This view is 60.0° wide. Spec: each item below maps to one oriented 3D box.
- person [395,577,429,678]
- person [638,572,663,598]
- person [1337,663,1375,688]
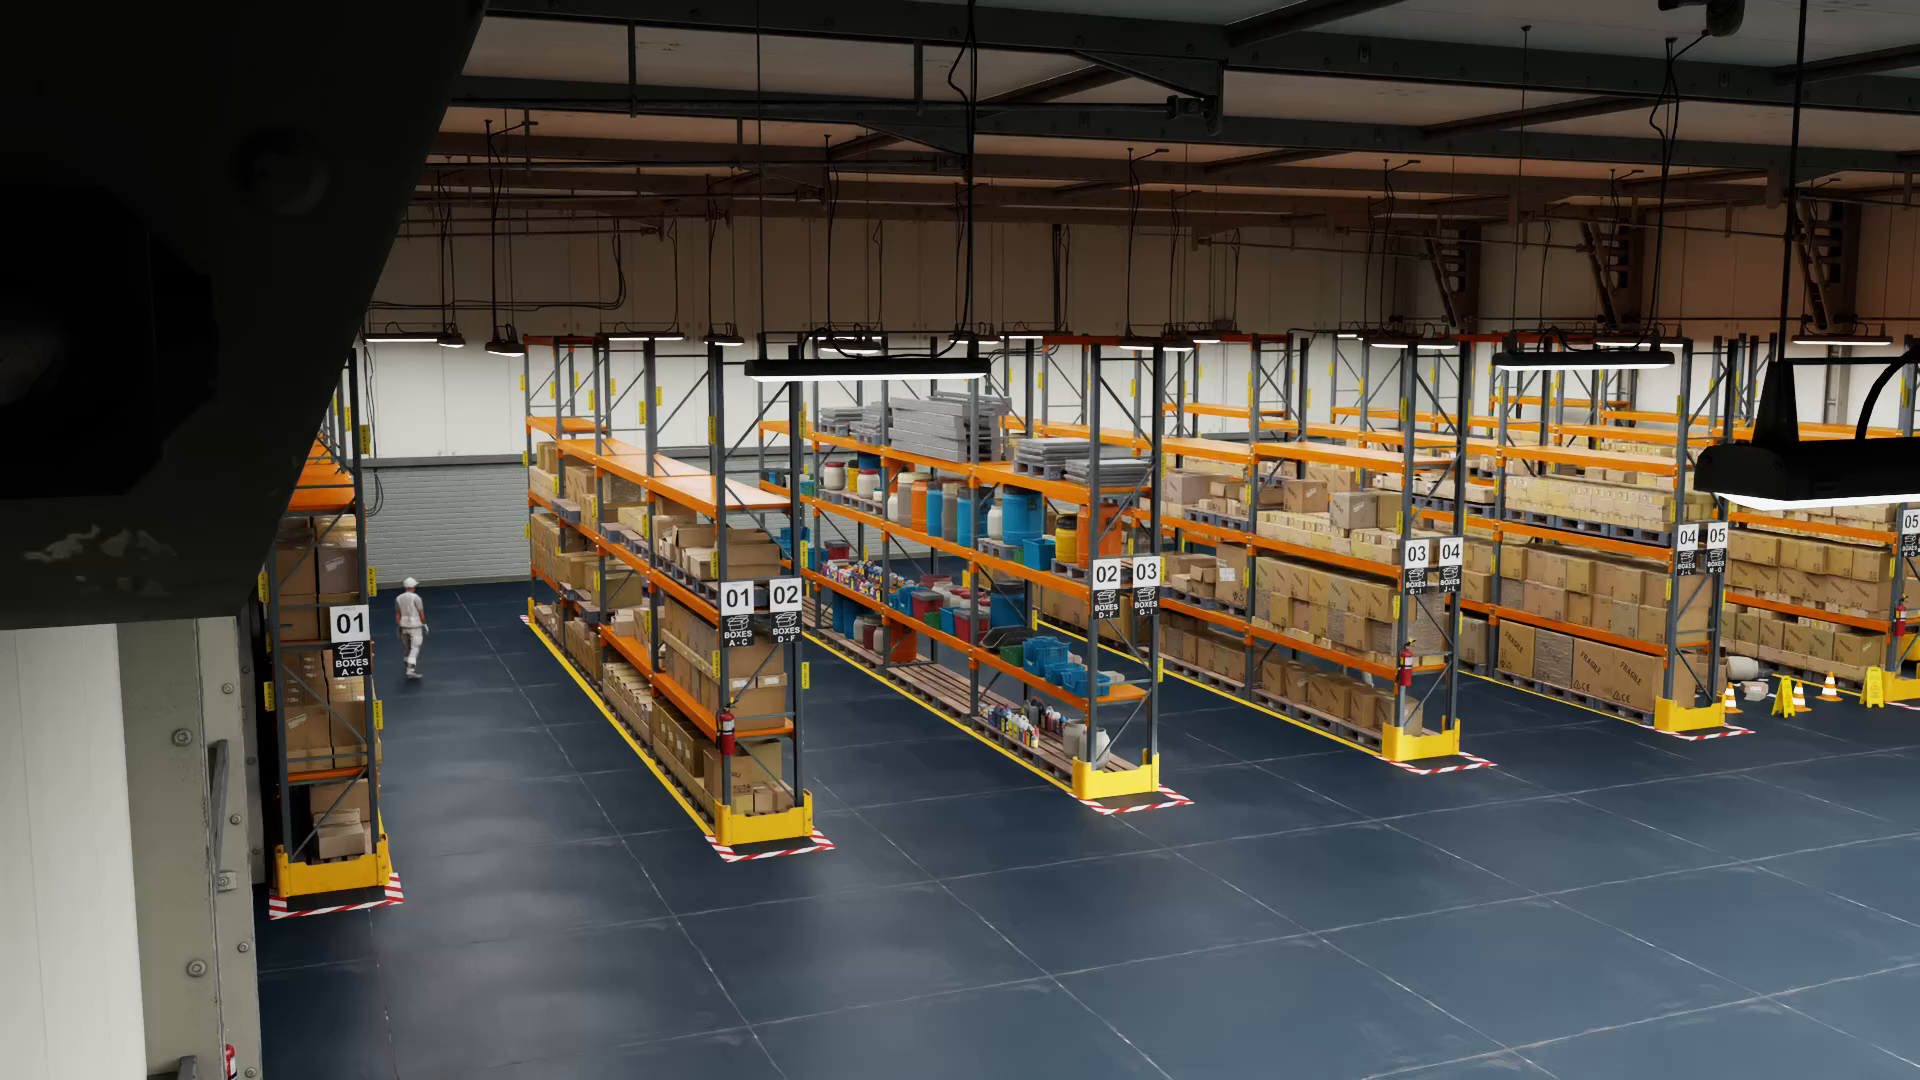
[{"bbox_3d":[-9.702,1.552,29.381,0.582,1.787,0.733,3,8,19],"label":"person"},{"bbox_3d":[-6.315,1.058,33.708,0.525,1.574,1.022,-4,8,-25],"label":"person"},{"bbox_3d":[6.699,1.708,28.133,0.629,1.740,0.993,-2,8,-14],"label":"person"}]
